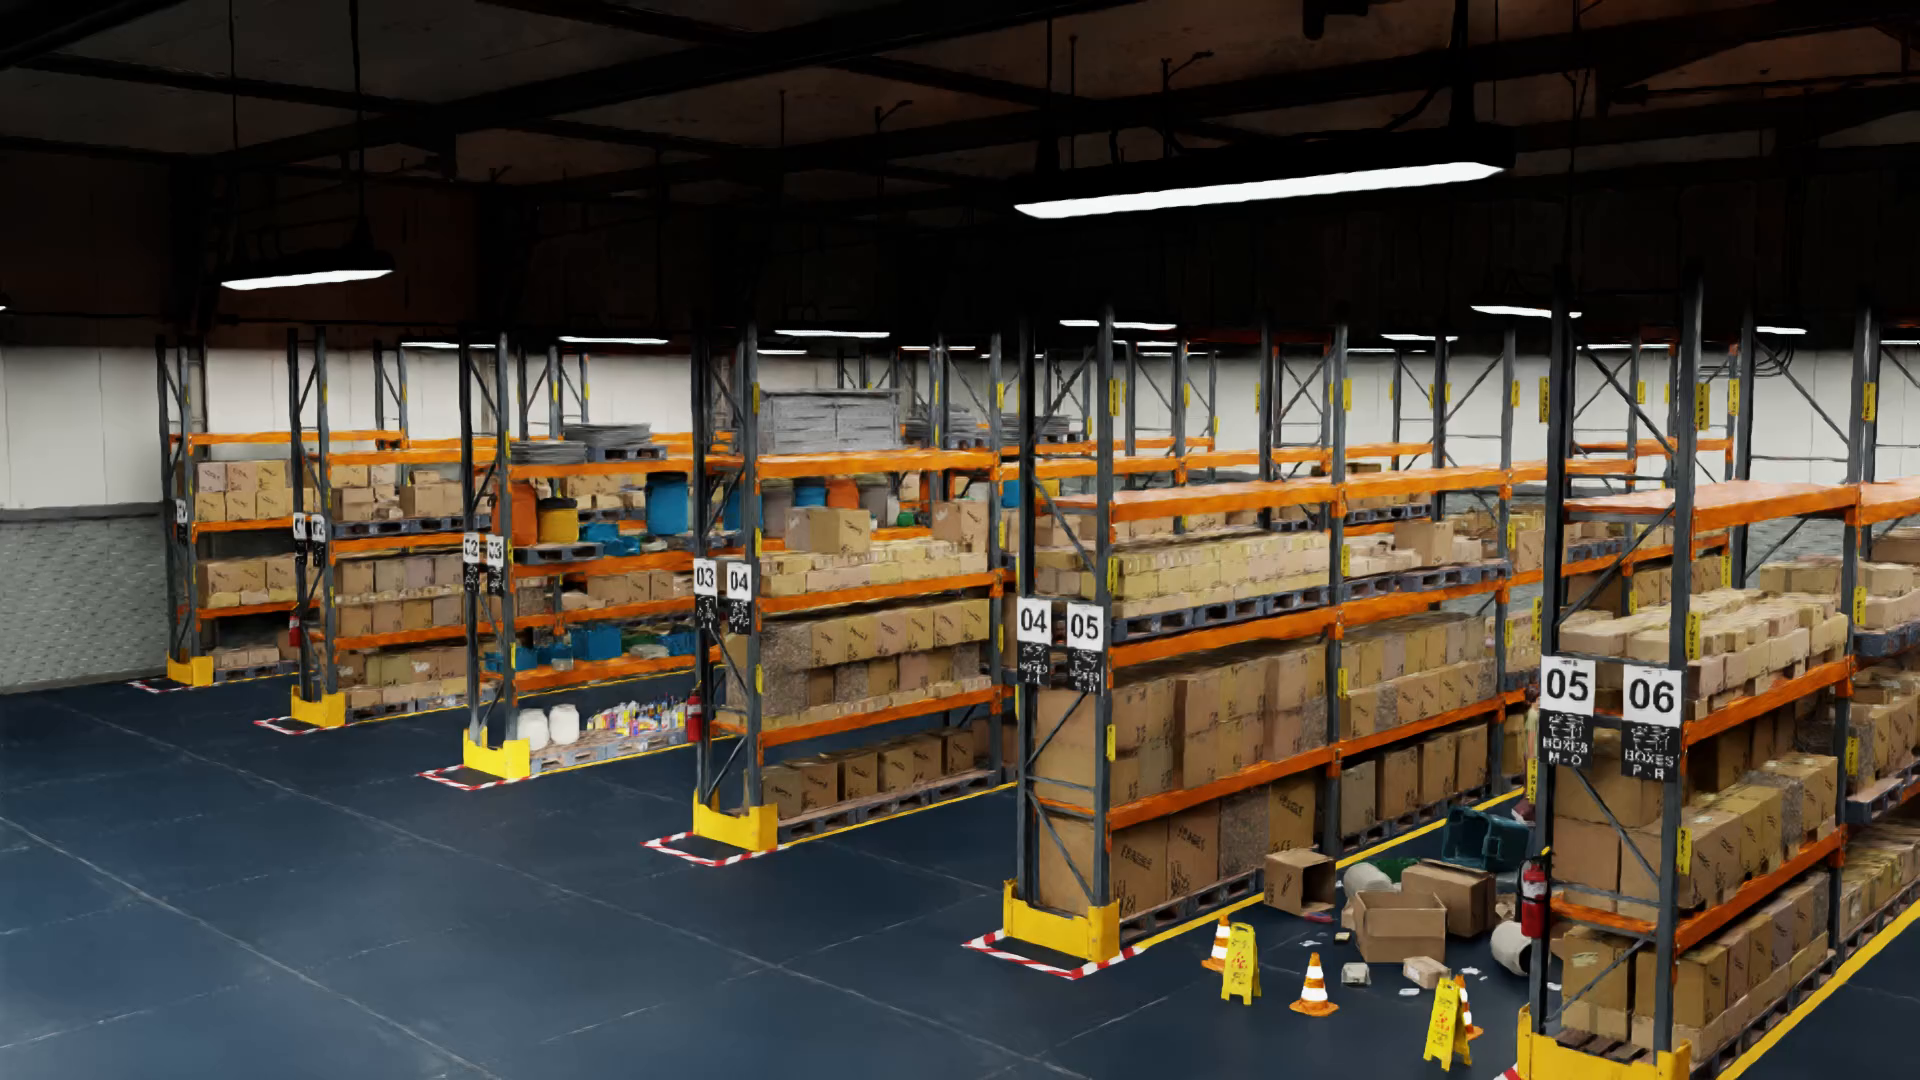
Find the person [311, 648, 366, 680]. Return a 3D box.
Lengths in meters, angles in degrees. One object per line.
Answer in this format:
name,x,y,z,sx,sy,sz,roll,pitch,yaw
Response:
person,-10.749,1.631,28.852,0.981,1.621,0.482,-4,7,-38

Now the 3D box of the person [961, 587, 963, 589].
person,-0.210,0.510,40.484,0.591,1.716,1.042,5,7,42

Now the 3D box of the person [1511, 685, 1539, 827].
person,6.641,2.524,19.309,0.432,1.664,0.503,1,6,13
